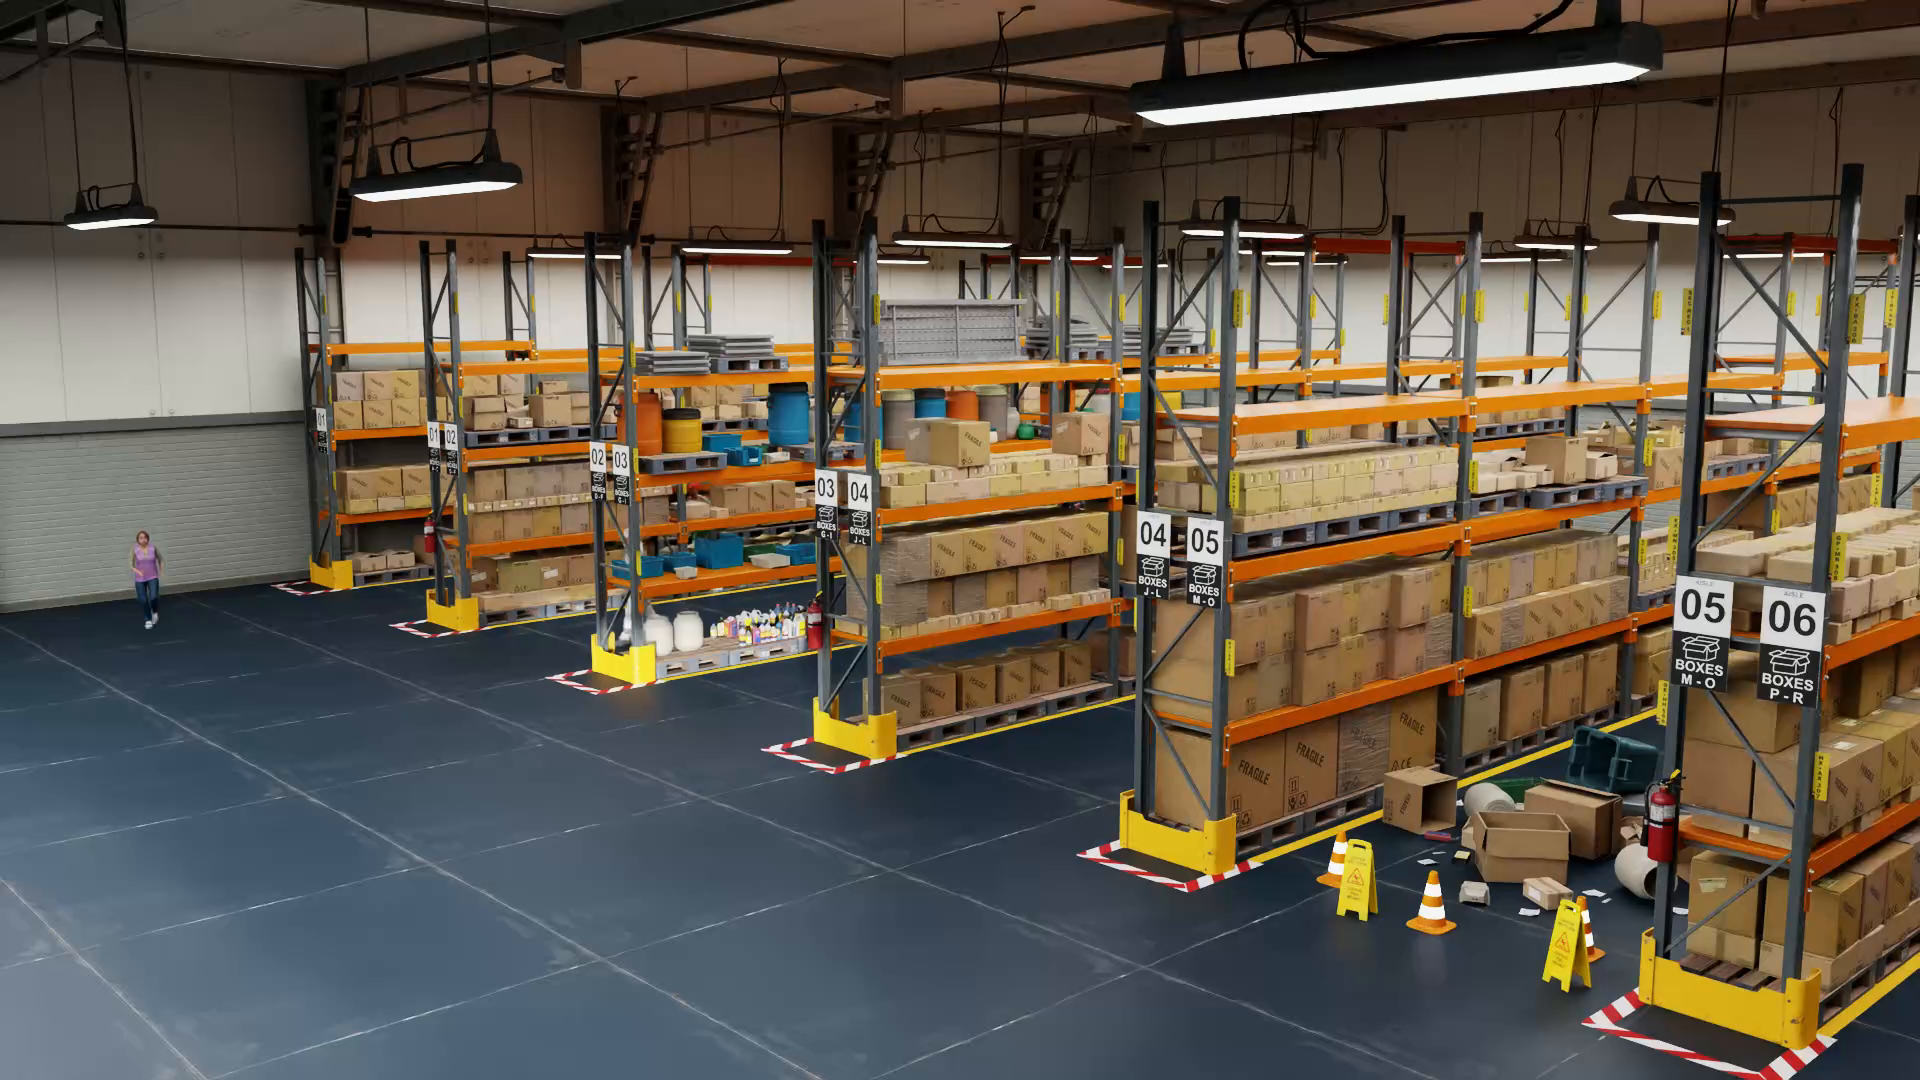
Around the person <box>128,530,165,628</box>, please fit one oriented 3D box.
[{"bbox_3d":[-12.607,0.627,25.797,0.517,1.540,0.628,-4,9,-27],"label":"person"}]

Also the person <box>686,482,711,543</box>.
[{"bbox_3d":[-4.836,-0.254,31.169,0.658,1.738,0.820,7,11,38],"label":"person"}]

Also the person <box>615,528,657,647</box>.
[{"bbox_3d":[-4.880,0.663,24.824,0.767,1.774,0.772,-2,9,-13],"label":"person"}]
